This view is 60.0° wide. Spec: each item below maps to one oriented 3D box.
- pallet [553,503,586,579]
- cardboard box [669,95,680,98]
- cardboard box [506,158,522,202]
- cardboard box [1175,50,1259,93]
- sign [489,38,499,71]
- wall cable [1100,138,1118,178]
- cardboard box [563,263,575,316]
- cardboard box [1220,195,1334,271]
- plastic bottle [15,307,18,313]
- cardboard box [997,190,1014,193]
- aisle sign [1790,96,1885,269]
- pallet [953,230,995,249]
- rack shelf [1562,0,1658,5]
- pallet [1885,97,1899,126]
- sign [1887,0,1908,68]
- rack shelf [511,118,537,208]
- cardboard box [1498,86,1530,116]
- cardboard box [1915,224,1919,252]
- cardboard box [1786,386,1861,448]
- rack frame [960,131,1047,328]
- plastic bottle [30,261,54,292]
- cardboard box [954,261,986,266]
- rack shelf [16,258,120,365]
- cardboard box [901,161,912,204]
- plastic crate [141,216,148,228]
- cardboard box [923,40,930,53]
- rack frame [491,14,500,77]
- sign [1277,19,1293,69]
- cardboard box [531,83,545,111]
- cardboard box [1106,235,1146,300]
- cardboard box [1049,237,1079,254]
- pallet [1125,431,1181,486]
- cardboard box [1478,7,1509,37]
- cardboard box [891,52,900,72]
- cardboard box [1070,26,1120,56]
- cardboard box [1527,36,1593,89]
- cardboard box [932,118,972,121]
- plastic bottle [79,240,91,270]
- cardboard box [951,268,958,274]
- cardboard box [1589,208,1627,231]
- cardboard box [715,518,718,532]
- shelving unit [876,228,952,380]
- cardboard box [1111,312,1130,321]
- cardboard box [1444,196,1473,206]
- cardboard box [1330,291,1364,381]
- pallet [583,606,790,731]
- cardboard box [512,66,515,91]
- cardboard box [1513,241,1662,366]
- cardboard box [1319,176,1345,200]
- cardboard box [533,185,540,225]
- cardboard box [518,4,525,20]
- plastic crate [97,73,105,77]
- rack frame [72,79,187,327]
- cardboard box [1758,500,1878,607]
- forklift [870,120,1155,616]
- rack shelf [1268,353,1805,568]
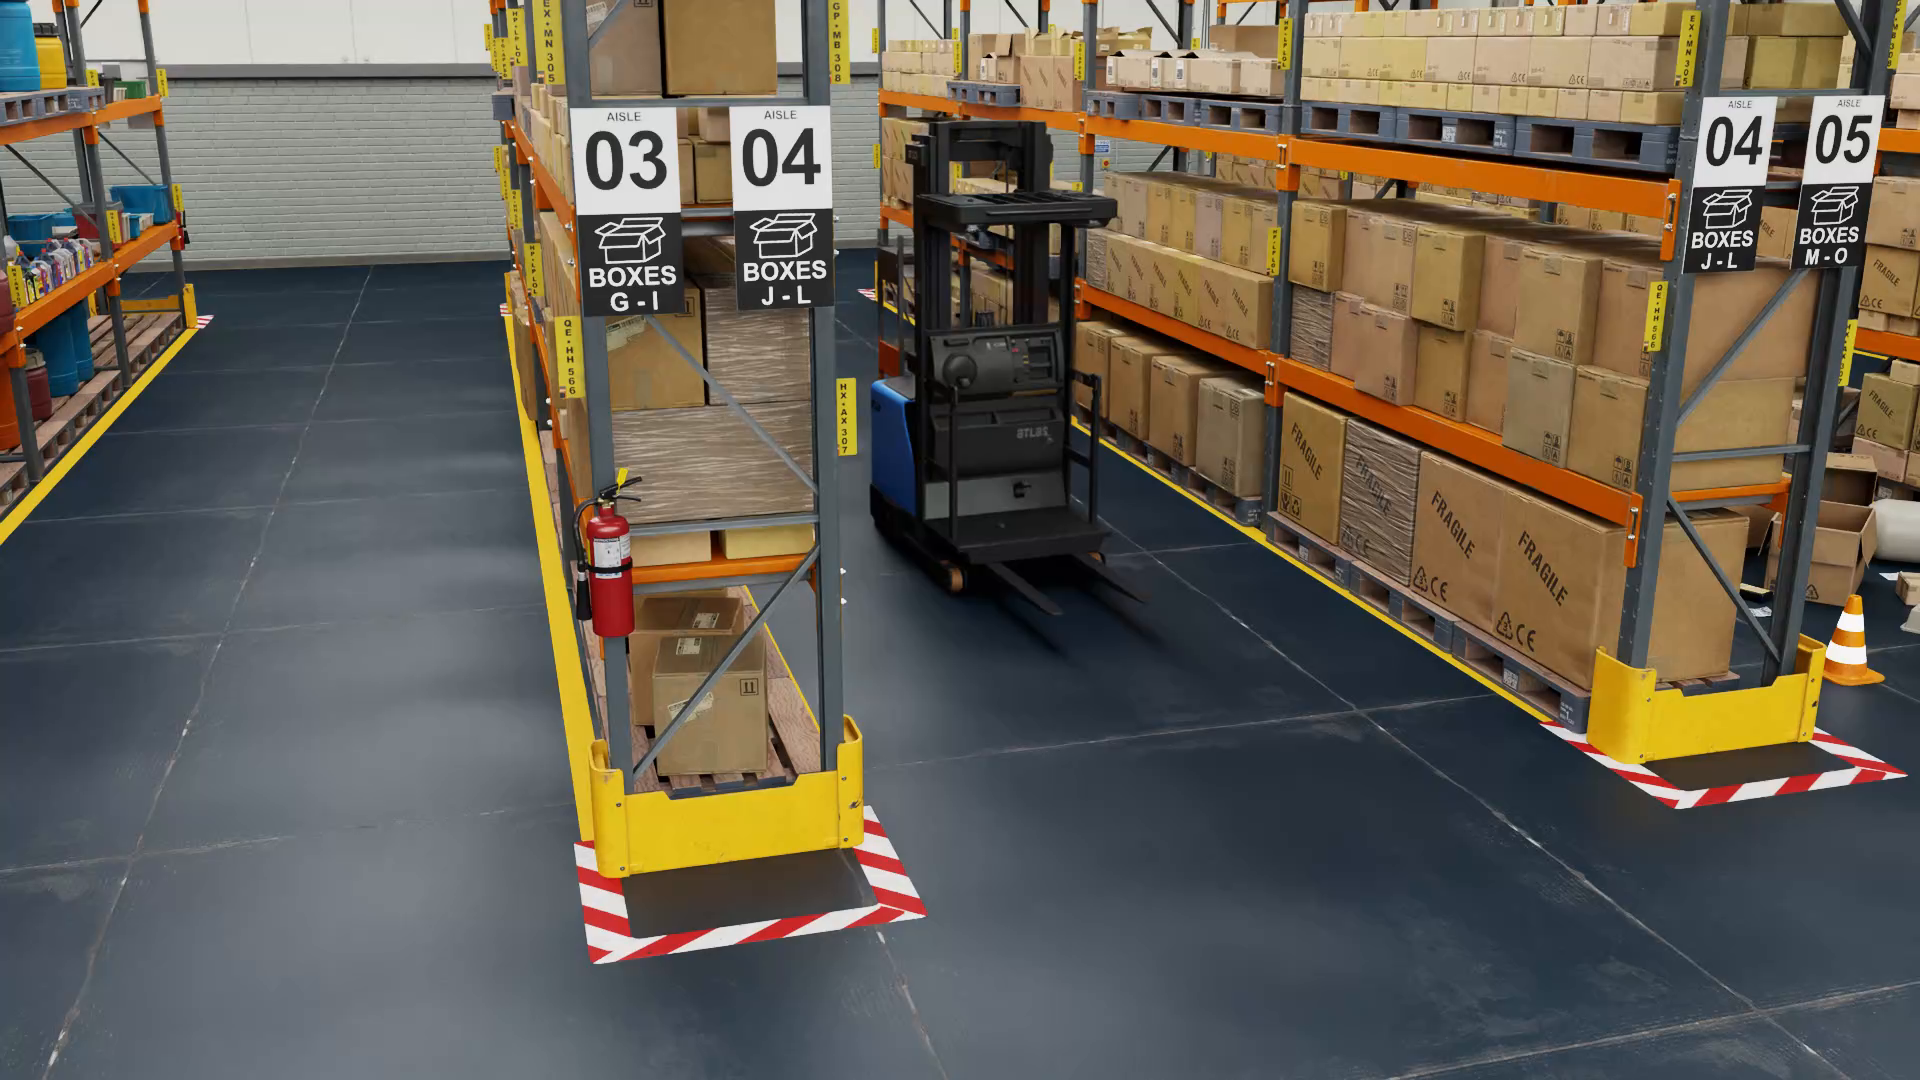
[{"bbox_3d":[-2.319,-0.042,11.724,1.003,0.211,1.213,-5,17,-15],"label":"pallet"},{"bbox_3d":[-1.182,-2.068,7.977,0.380,0.149,0.250,-6,18,-18],"label":"cardboard box"},{"bbox_3d":[-4.685,-3.911,18.197,0.500,0.500,0.500,-4,17,-14],"label":"cardboard box"},{"bbox_3d":[2.000,-3.636,12.881,0.500,0.311,0.500,-5,18,-17],"label":"cardboard box"},{"bbox_3d":[-4.835,-5.053,17.308,0.100,0.325,0.005,-5,17,-15],"label":"sign"},{"bbox_3d":[2.555,-7.324,29.300,0.585,1.953,0.123,-5,17,-15],"label":"wall cable"},{"bbox_3d":[-1.536,-0.995,7.622,0.500,0.500,0.500,-5,17,-15],"label":"cardboard box"},{"bbox_3d":[2.408,-2.332,12.589,0.700,0.500,0.500,-5,17,-16],"label":"cardboard box"},{"bbox_3d":[-7.779,-1.995,13.602,0.097,0.271,0.097,0,17,0],"label":"plastic bottle"},{"bbox_3d":[0.595,-3.527,17.154,0.380,0.149,0.250,-4,17,-14],"label":"cardboard box"},{"bbox_3d":[4.101,-1.669,7.775,0.394,0.787,0.004,-5,17,-15],"label":"aisle sign"},{"bbox_3d":[0.565,-3.424,18.471,1.003,0.211,1.213,-5,17,-15],"label":"pallet"},{"bbox_3d":[6.875,-4.836,14.354,1.077,0.370,4.000,-5,17,-15],"label":"rack shelf"},{"bbox_3d":[7.358,-3.471,13.406,1.213,0.211,1.003,-5,17,-15],"label":"pallet"},{"bbox_3d":[4.328,-2.355,7.707,0.100,0.325,0.005,-5,17,-15],"label":"sign"},{"bbox_3d":[-2.653,-2.807,12.120,1.077,0.370,4.000,-5,17,-15],"label":"rack shelf"},{"bbox_3d":[3.096,-2.332,8.819,0.380,0.149,0.250,-5,17,-16],"label":"cardboard box"},{"bbox_3d":[7.457,-2.333,12.075,0.700,0.500,0.500,-5,17,-15],"label":"cardboard box"},{"bbox_3d":[7.279,-1.033,14.014,0.950,0.372,0.625,-4,17,-15],"label":"cardboard box"},{"bbox_3d":[0.495,-3.739,19.185,1.000,3.000,0.127,-5,17,-15],"label":"rack frame"},{"bbox_3d":[-8.154,-2.346,14.764,0.152,0.276,0.135,-5,17,-15],"label":"plastic bottle"},{"bbox_3d":[0.130,-3.558,21.773,0.380,0.149,0.250,-4,17,-13],"label":"cardboard box"},{"bbox_3d":[-8.514,-2.085,14.931,1.077,0.370,4.000,-5,17,-15],"label":"rack shelf"},{"bbox_3d":[-0.453,-4.607,21.385,0.500,0.500,0.500,-4,17,-15],"label":"cardboard box"},{"bbox_3d":[-9.699,-3.700,19.408,0.396,0.136,0.243,-5,17,-15],"label":"plastic crate"},{"bbox_3d":[-0.234,-5.955,20.046,0.380,0.149,0.250,-5,17,-16],"label":"cardboard box"},{"bbox_3d":[-5.401,-7.354,20.793,1.000,3.000,0.127,-5,17,-15],"label":"rack frame"},{"bbox_3d":[2.174,-3.315,11.116,0.100,0.325,0.005,-5,17,-15],"label":"sign"},{"bbox_3d":[-2.310,-2.603,9.758,0.380,0.149,0.250,-5,17,-17],"label":"cardboard box"},{"bbox_3d":[1.600,-2.394,14.536,0.500,0.500,0.500,-5,17,-16],"label":"cardboard box"},{"bbox_3d":[1.017,-2.813,15.811,0.380,0.149,0.250,-4,17,-14],"label":"cardboard box"},{"bbox_3d":[2.070,-0.736,14.036,1.003,0.211,1.213,-5,17,-15],"label":"pallet"},{"bbox_3d":[3.025,-2.785,8.942,0.380,0.149,0.250,-5,17,-16],"label":"cardboard box"},{"bbox_3d":[-0.589,-6.163,21.434,0.500,0.250,0.500,-5,17,-16],"label":"cardboard box"},{"bbox_3d":[1.233,-4.575,15.250,0.396,0.266,0.258,-5,17,-15],"label":"cardboard box"},{"bbox_3d":[3.253,-2.428,8.446,0.500,0.250,0.500,-5,17,-15],"label":"cardboard box"},{"bbox_3d":[-0.100,-5.268,21.845,0.500,0.500,0.500,-5,18,-17],"label":"cardboard box"},{"bbox_3d":[-8.538,-2.783,16.207,0.061,0.283,0.133,-5,17,-15],"label":"plastic bottle"},{"bbox_3d":[-0.245,-3.370,21.148,0.380,0.149,0.250,-5,17,-15],"label":"cardboard box"},{"bbox_3d":[6.377,-3.157,15.827,0.500,0.500,0.500,-4,17,-12],"label":"cardboard box"},{"bbox_3d":[-0.903,-0.104,7.519,0.380,0.149,0.250,-5,17,-15],"label":"cardboard box"},{"bbox_3d":[-0.343,-1.269,12.526,0.431,2.100,0.503,-6,18,-20],"label":"shelving unit"},{"bbox_3d":[1.637,-2.206,16.392,0.500,0.250,0.500,-6,18,-18],"label":"cardboard box"},{"bbox_3d":[5.644,-3.615,18.164,0.500,0.250,0.500,-5,17,-17],"label":"cardboard box"},{"bbox_3d":[2.979,-1.346,10.960,0.875,0.550,0.550,-5,17,-15],"label":"cardboard box"},{"bbox_3d":[-1.546,0.695,9.273,1.003,0.211,1.213,-5,17,-15],"label":"pallet"},{"bbox_3d":[-3.321,-3.842,13.271,0.500,0.500,0.500,-5,17,-15],"label":"cardboard box"},{"bbox_3d":[3.488,-1.259,8.792,0.875,0.550,0.550,-5,17,-15],"label":"cardboard box"},{"bbox_3d":[4.853,-4.314,20.927,0.500,0.500,0.500,-5,17,-15],"label":"cardboard box"},{"bbox_3d":[-3.388,-3.000,14.808,0.797,0.503,0.637,-4,17,-13],"label":"cardboard box"},{"bbox_3d":[-4.554,-5.728,18.212,0.500,0.250,0.500,-6,18,-19],"label":"cardboard box"},{"bbox_3d":[-10.326,-5.335,19.512,0.497,0.269,0.590,-5,17,-15],"label":"plastic crate"},{"bbox_3d":[-10.163,-4.090,20.353,1.000,3.000,0.127,-5,17,-15],"label":"rack frame"},{"bbox_3d":[5.607,0.071,10.841,0.637,0.503,0.797,11,20,32],"label":"cardboard box"},{"bbox_3d":[0.327,-1.194,10.833,1.130,2.935,3.031,-6,18,-20],"label":"forklift"},{"bbox_3d":[3.243,-0.628,10.080,1.077,0.370,4.000,-5,17,-15],"label":"rack shelf"}]
